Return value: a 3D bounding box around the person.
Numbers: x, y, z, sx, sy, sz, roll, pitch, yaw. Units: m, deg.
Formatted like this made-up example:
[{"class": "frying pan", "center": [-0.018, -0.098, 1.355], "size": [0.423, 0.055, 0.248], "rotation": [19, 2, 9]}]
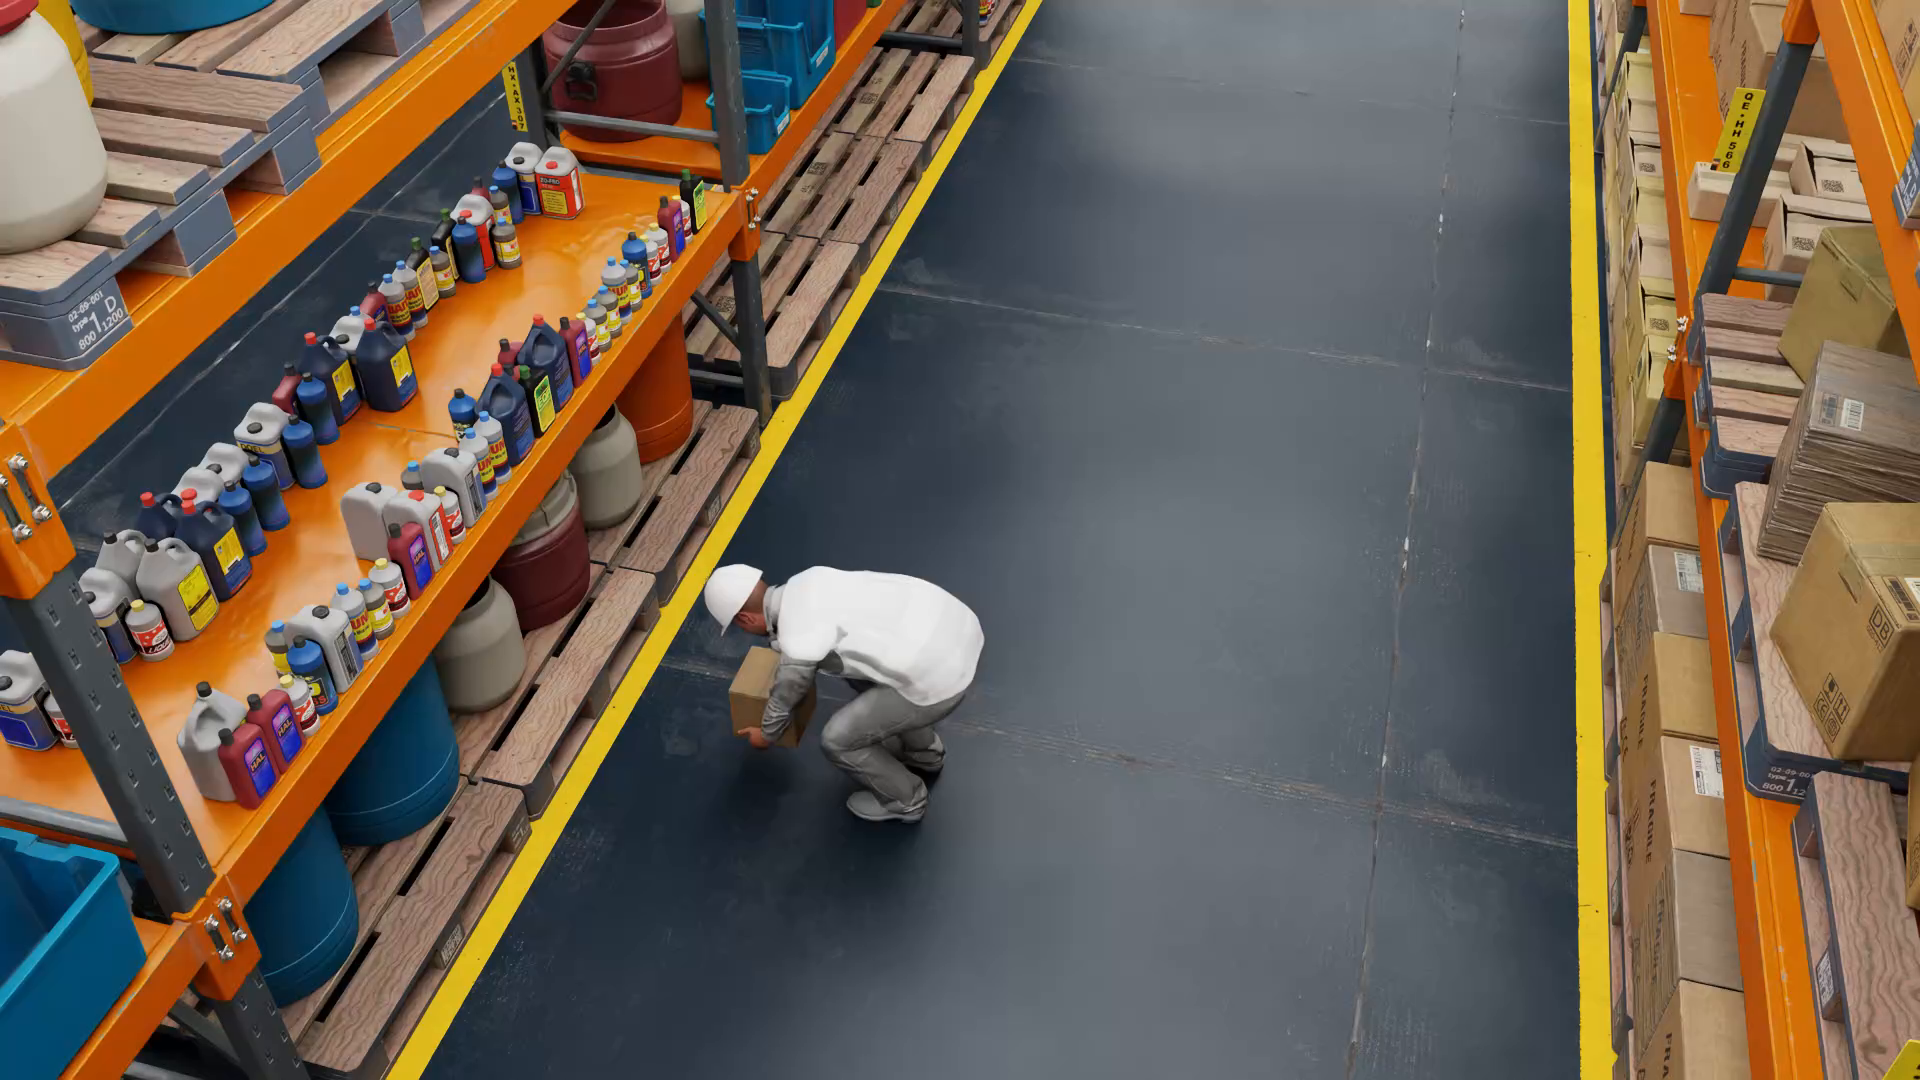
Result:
[{"class": "person", "center": [-0.420, 0.539, 6.105], "size": [0.996, 1.000, 0.519], "rotation": [8, 41, 9]}]
